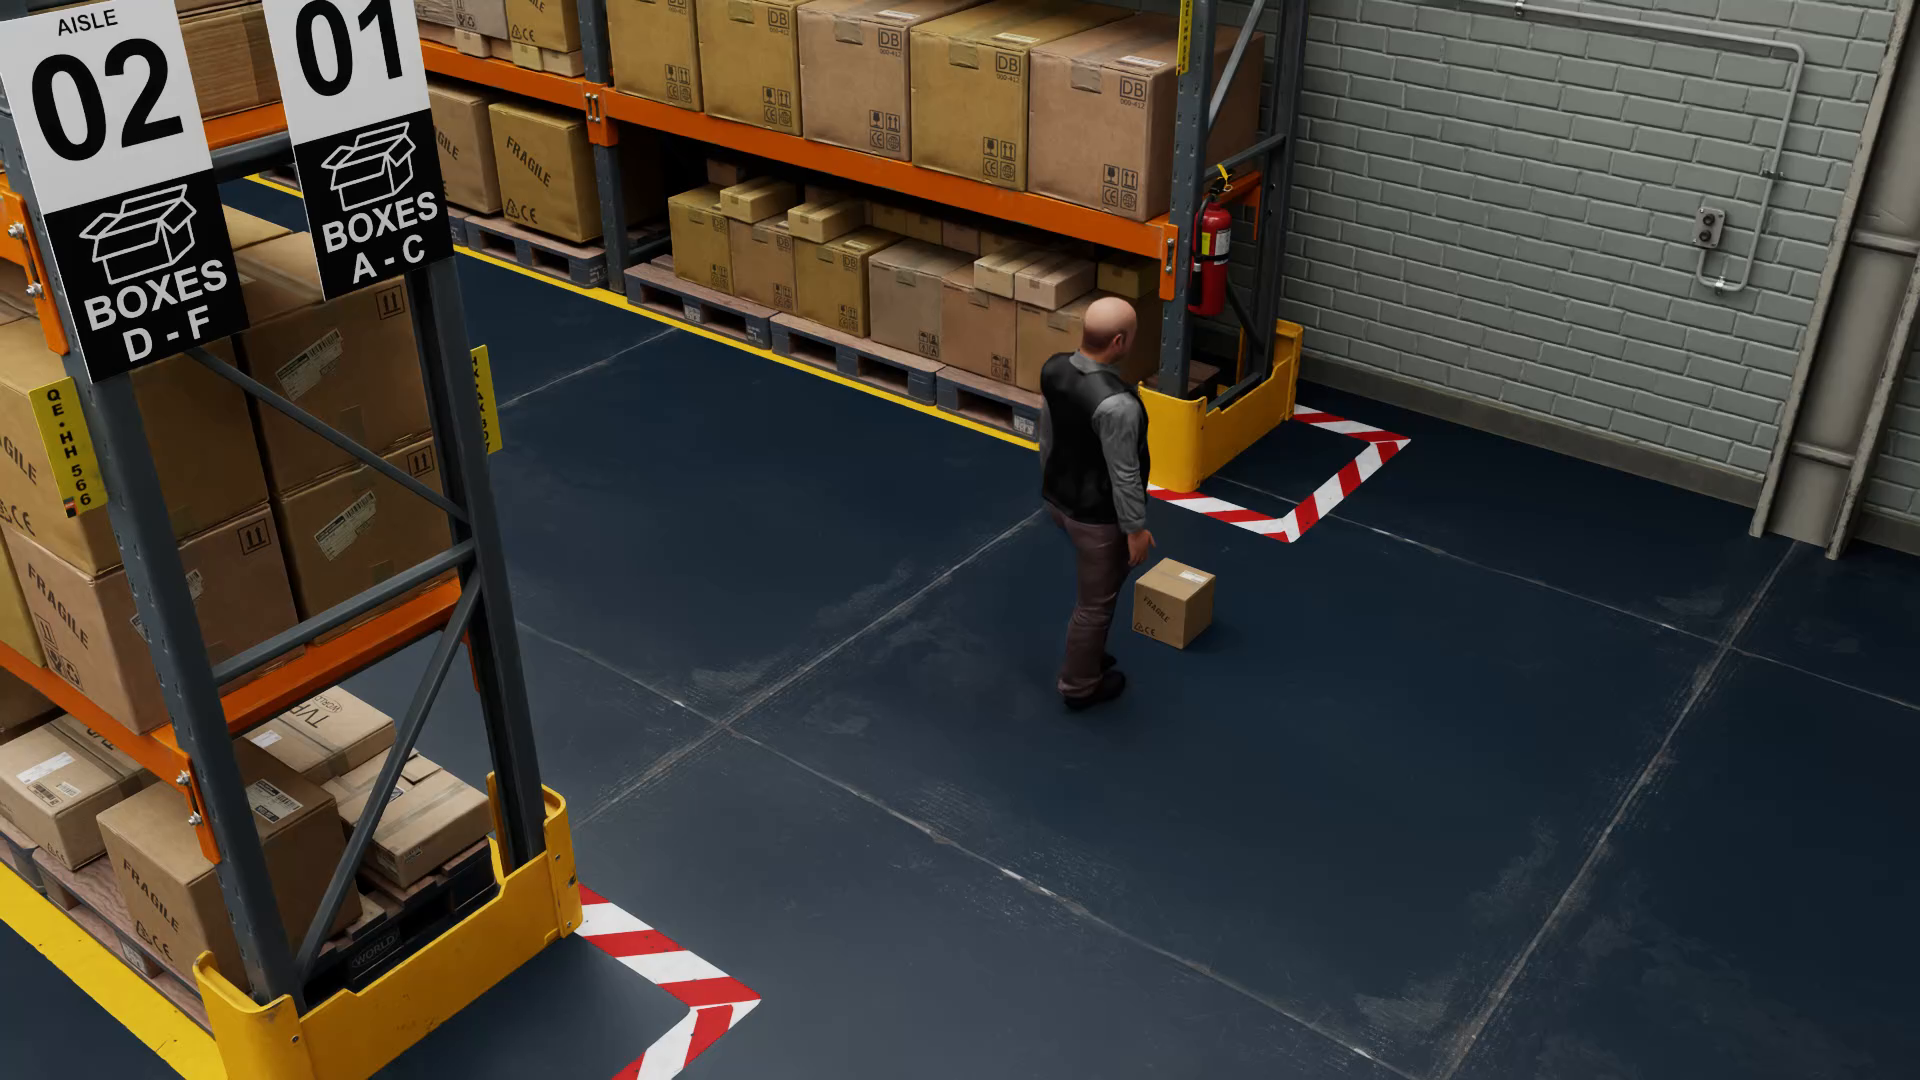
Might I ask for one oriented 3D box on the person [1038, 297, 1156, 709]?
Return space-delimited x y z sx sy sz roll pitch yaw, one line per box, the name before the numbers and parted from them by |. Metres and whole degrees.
person | 0.558 -0.100 6.357 0.439 1.771 0.564 -14 34 -22
